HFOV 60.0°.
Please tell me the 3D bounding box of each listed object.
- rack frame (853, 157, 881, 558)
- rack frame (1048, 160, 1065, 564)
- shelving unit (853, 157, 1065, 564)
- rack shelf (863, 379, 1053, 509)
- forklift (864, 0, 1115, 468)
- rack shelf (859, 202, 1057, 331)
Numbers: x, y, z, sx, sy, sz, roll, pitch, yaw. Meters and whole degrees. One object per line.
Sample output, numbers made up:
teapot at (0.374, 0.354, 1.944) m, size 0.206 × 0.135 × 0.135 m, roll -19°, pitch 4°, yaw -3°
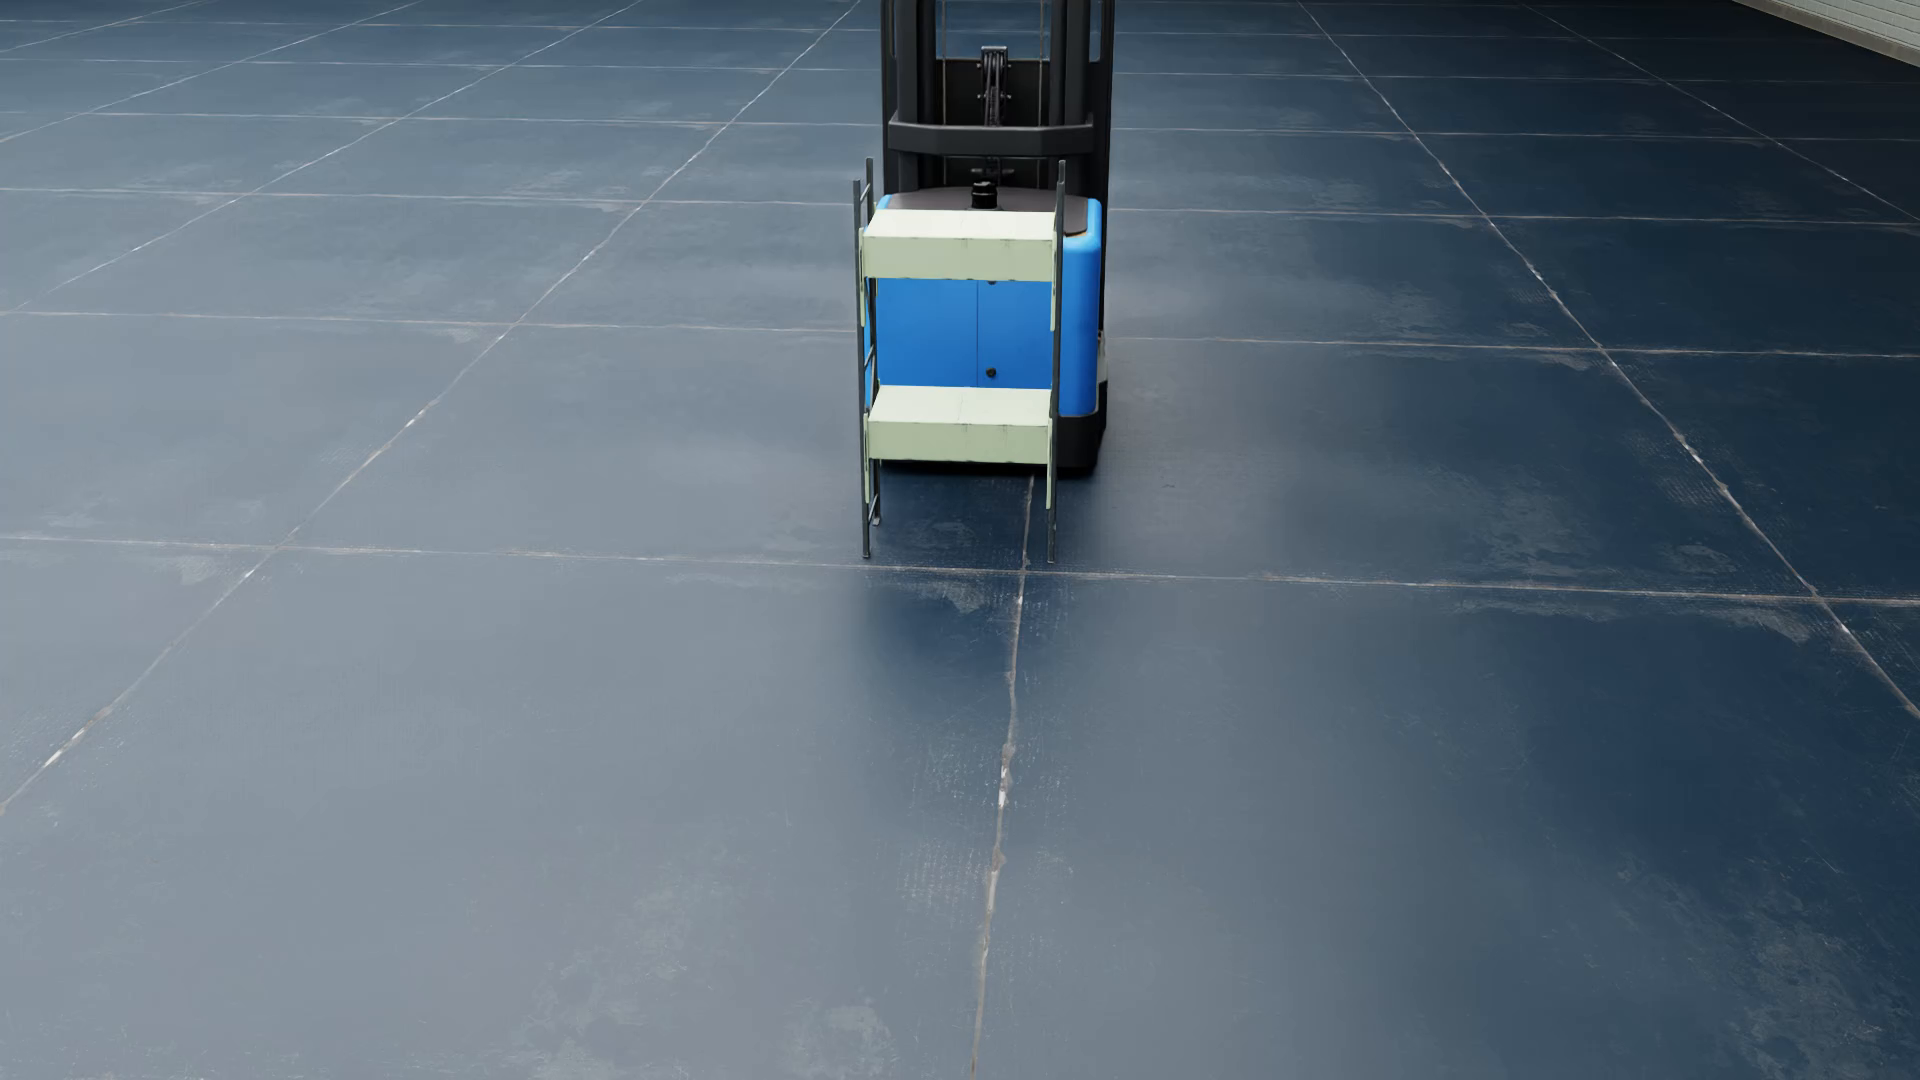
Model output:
rack frame at (-0.358, -0.693, 6.461) m, size 0.023 × 1.500 × 0.400 m, roll 2°, pitch 25°, yaw 4°
rack frame at (0.372, -0.669, 6.411) m, size 0.023 × 1.500 × 0.400 m, roll 2°, pitch 25°, yaw 4°
shelving unit at (0.007, -0.681, 6.436) m, size 0.755 × 1.500 × 0.431 m, roll 2°, pitch 25°, yaw 4°
rack shelf at (0.007, -0.385, 6.572) m, size 0.720 × 0.370 × 0.431 m, roll 2°, pitch 25°, yaw 4°
forklift at (0.194, -2.225, 8.080) m, size 1.130 × 2.935 × 3.031 m, roll 2°, pitch 25°, yaw 4°
rack shelf at (0.007, -1.036, 6.273) m, size 0.720 × 0.370 × 0.431 m, roll 2°, pitch 25°, yaw 4°
